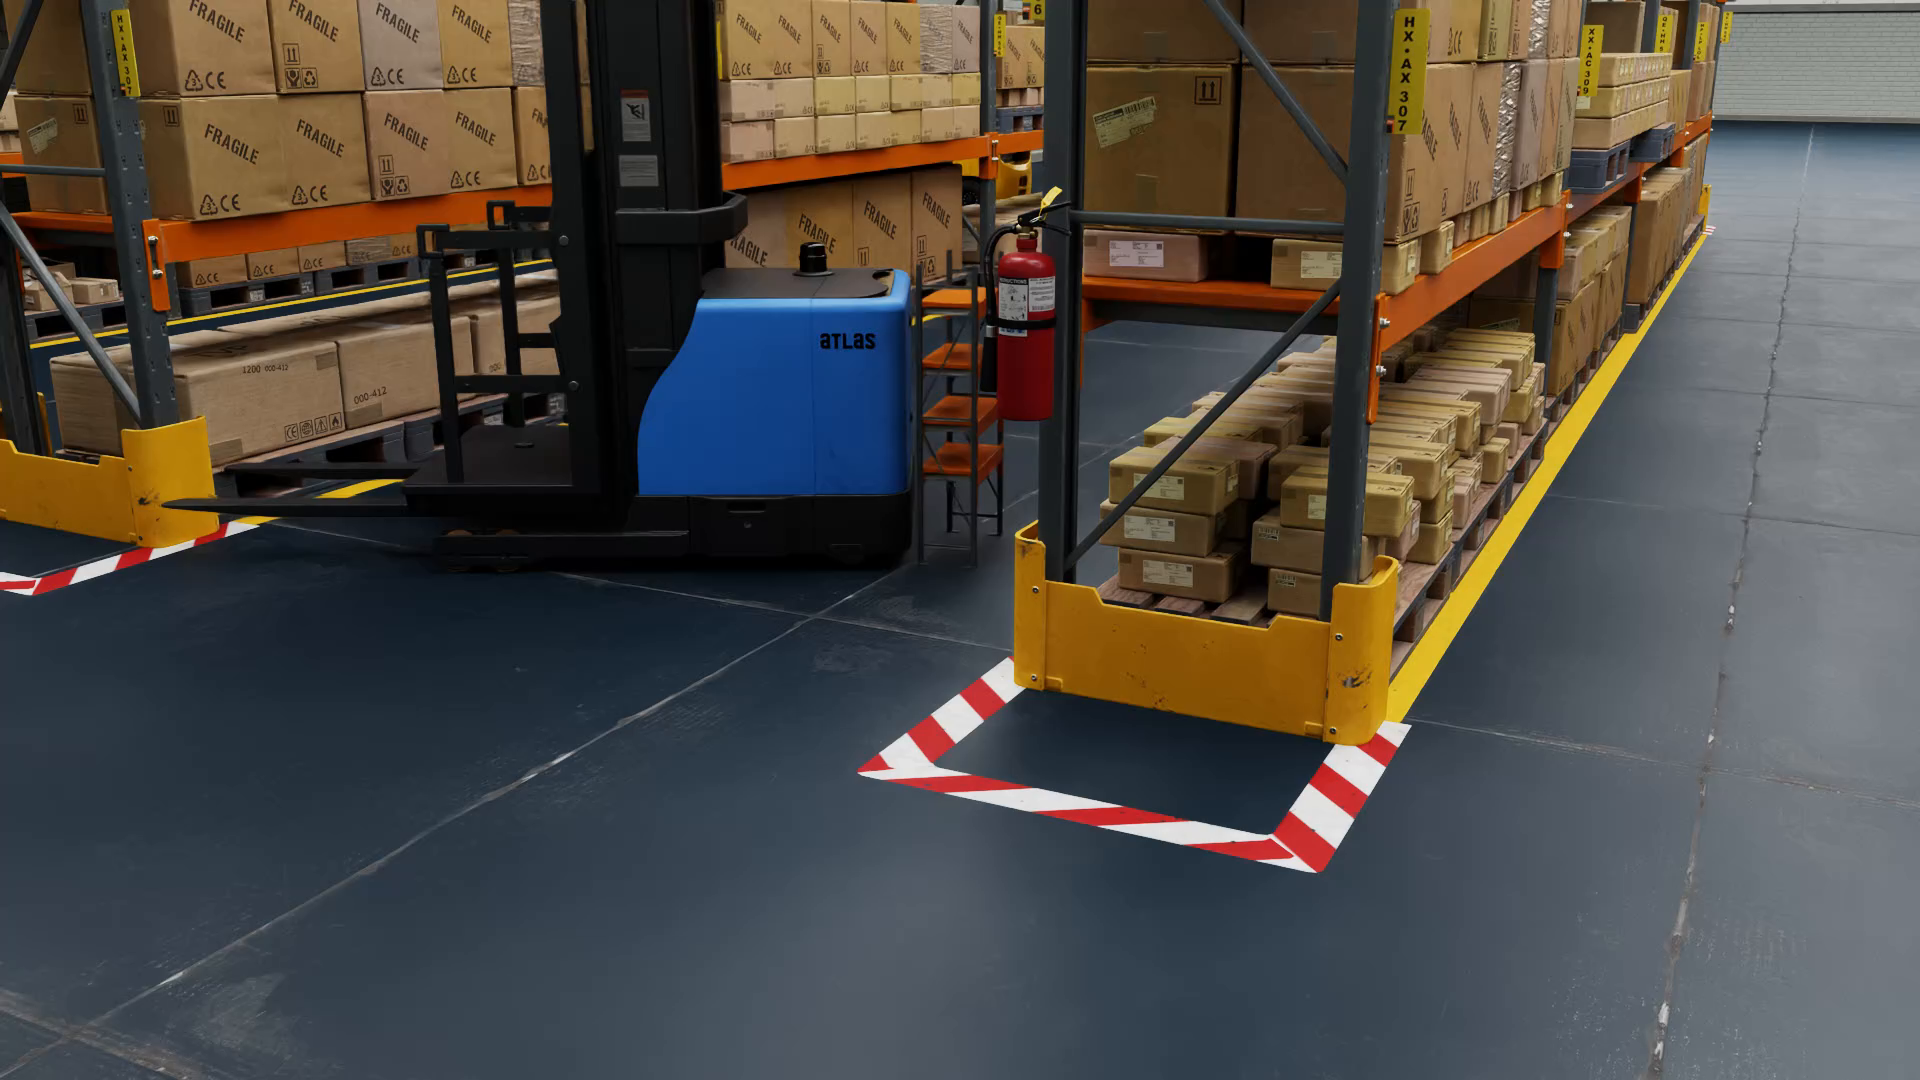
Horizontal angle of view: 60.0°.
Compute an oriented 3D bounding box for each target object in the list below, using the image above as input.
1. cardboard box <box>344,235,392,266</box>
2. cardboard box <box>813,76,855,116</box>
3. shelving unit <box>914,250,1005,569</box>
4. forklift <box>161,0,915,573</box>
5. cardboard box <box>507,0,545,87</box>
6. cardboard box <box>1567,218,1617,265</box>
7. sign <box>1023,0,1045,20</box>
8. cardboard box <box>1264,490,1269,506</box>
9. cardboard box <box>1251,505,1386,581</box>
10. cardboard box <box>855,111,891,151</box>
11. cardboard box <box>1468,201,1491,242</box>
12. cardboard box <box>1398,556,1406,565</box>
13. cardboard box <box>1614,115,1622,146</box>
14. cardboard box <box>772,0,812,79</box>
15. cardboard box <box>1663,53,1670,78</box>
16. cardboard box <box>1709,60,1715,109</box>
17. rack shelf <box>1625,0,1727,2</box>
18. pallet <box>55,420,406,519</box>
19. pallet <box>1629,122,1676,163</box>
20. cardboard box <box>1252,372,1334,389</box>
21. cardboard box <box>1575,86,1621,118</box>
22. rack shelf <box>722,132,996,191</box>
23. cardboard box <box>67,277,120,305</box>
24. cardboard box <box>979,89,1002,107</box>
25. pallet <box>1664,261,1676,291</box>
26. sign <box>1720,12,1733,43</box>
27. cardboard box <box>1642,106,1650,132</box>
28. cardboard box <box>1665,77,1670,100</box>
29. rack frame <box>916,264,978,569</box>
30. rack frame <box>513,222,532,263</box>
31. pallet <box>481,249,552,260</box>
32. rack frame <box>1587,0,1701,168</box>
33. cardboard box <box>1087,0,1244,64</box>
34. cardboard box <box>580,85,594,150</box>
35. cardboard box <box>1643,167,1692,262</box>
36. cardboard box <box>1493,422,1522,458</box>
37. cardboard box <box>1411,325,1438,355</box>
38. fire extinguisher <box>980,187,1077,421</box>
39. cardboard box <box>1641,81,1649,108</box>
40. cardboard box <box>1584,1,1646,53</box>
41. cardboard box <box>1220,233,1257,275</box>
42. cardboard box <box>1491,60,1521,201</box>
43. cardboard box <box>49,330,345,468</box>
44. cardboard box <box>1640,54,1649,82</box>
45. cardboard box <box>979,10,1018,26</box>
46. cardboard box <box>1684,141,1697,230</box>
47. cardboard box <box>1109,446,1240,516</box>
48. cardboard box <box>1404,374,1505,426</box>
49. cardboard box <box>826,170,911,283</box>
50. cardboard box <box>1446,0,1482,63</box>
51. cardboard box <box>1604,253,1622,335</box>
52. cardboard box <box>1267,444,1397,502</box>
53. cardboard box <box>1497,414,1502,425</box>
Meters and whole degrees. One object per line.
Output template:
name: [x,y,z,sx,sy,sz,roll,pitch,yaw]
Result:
cardboard box: [-5.298,-2.662,14.370,0.500,0.500,0.500,7,18,23]
cardboard box: [-1.061,-3.044,11.391,0.500,0.250,0.500,8,18,26]
shelving unit: [0.006,-0.535,6.719,0.258,1.200,0.503,4,17,13]
forklift: [-1.715,-1.428,6.683,3.031,2.935,1.130,0,17,0]
cardboard box: [-2.383,-2.652,8.752,0.500,0.500,0.500,8,18,26]
cardboard box: [3.766,-1.851,10.324,0.500,0.250,0.500,9,19,27]
sign: [0.232,-1.698,4.885,0.100,0.325,0.005,8,18,25]
cardboard box: [0.931,-0.196,6.165,0.380,0.149,0.250,7,18,23]
cardboard box: [1.183,0.006,5.483,0.380,0.149,0.250,9,19,28]
cardboard box: [-0.829,-2.932,11.891,0.500,0.250,0.500,8,18,24]
cardboard box: [1.809,-1.240,6.372,0.380,0.149,0.250,9,19,27]
cardboard box: [1.389,0.016,5.973,0.380,0.149,0.250,8,18,26]
cardboard box: [3.213,-2.129,8.627,0.380,0.149,0.250,8,19,26]
cardboard box: [-1.310,-3.275,10.849,0.500,0.500,0.500,8,18,25]
cardboard box: [4.371,-3.073,10.760,0.380,0.149,0.250,8,18,25]
cardboard box: [7.744,-4.963,18.202,0.875,0.550,0.550,8,18,25]
rack shelf: [6.975,-5.575,16.521,1.077,0.370,4.000,8,18,25]
pallet: [-3.467,-0.397,7.989,1.003,0.211,1.213,8,18,25]
pallet: [4.071,-2.667,11.071,1.213,0.211,1.003,8,18,25]
cardboard box: [1.447,-0.598,6.995,0.380,0.149,0.250,8,18,26]
cardboard box: [3.095,-2.200,8.344,0.380,0.149,0.250,8,19,26]
rack shelf: [-1.073,-2.703,12.121,1.077,0.370,4.000,8,18,25]
cardboard box: [-6.395,-1.825,12.169,0.380,0.149,0.250,7,18,24]
cardboard box: [0.132,-3.698,13.909,0.380,0.149,0.250,7,18,22]
pallet: [5.804,-2.430,14.834,1.003,0.211,1.213,8,18,25]
sign: [8.348,-5.587,18.118,0.100,0.325,0.005,8,18,25]
cardboard box: [3.907,-2.524,9.958,0.380,0.149,0.250,9,19,27]
cardboard box: [4.481,-2.993,11.015,0.380,0.149,0.250,9,19,27]
rack frame: [-0.051,-0.468,6.491,0.240,1.200,0.015,4,17,13]
rack frame: [-4.621,-4.188,15.857,1.000,3.000,0.127,8,18,25]
pallet: [-4.219,-3.056,16.943,1.003,0.211,1.213,8,18,25]
rack frame: [6.082,-3.972,15.131,1.000,3.000,0.127,8,18,25]
cardboard box: [0.702,-1.734,5.140,0.500,0.500,0.500,8,18,24]
cardboard box: [-2.170,-2.304,9.338,0.500,0.500,0.500,8,18,24]
cardboard box: [5.885,-2.926,14.820,1.050,0.750,0.750,8,18,25]
cardboard box: [2.385,-0.495,7.692,0.380,0.149,0.250,7,18,24]
cardboard box: [2.168,-0.993,8.325,0.380,0.149,0.250,9,19,28]
fire extinguisher: [0.194,-0.695,4.885,0.296,0.674,0.183,8,18,25]
cardboard box: [3.791,-2.599,9.686,0.380,0.149,0.250,8,18,24]
cardboard box: [4.504,-3.594,11.924,0.700,0.500,0.500,8,18,25]
cardboard box: [0.757,-0.973,5.473,0.380,0.149,0.250,8,18,25]
cardboard box: [1.836,-1.579,6.374,0.500,0.500,0.500,8,18,24]
cardboard box: [-3.548,-0.674,7.787,0.875,0.438,0.875,7,18,24]
cardboard box: [3.671,-2.672,9.411,0.380,0.149,0.250,9,19,27]
cardboard box: [0.299,-4.713,15.049,0.380,0.149,0.250,7,18,23]
cardboard box: [6.825,-3.537,16.657,0.875,0.875,0.875,8,18,26]
cardboard box: [0.729,-0.203,5.663,0.380,0.149,0.250,8,18,26]
cardboard box: [2.064,-0.589,6.965,0.380,0.149,0.250,7,18,23]
cardboard box: [-0.964,-2.348,12.657,0.875,0.875,0.875,8,18,26]
cardboard box: [1.377,-1.796,5.347,0.500,0.500,0.500,9,19,27]
cardboard box: [3.999,-1.624,10.876,0.500,0.500,0.500,9,19,28]
cardboard box: [1.273,-0.211,5.693,0.380,0.149,0.250,8,19,26]
cardboard box: [2.237,-0.599,7.520,0.380,0.149,0.250,8,18,26]
